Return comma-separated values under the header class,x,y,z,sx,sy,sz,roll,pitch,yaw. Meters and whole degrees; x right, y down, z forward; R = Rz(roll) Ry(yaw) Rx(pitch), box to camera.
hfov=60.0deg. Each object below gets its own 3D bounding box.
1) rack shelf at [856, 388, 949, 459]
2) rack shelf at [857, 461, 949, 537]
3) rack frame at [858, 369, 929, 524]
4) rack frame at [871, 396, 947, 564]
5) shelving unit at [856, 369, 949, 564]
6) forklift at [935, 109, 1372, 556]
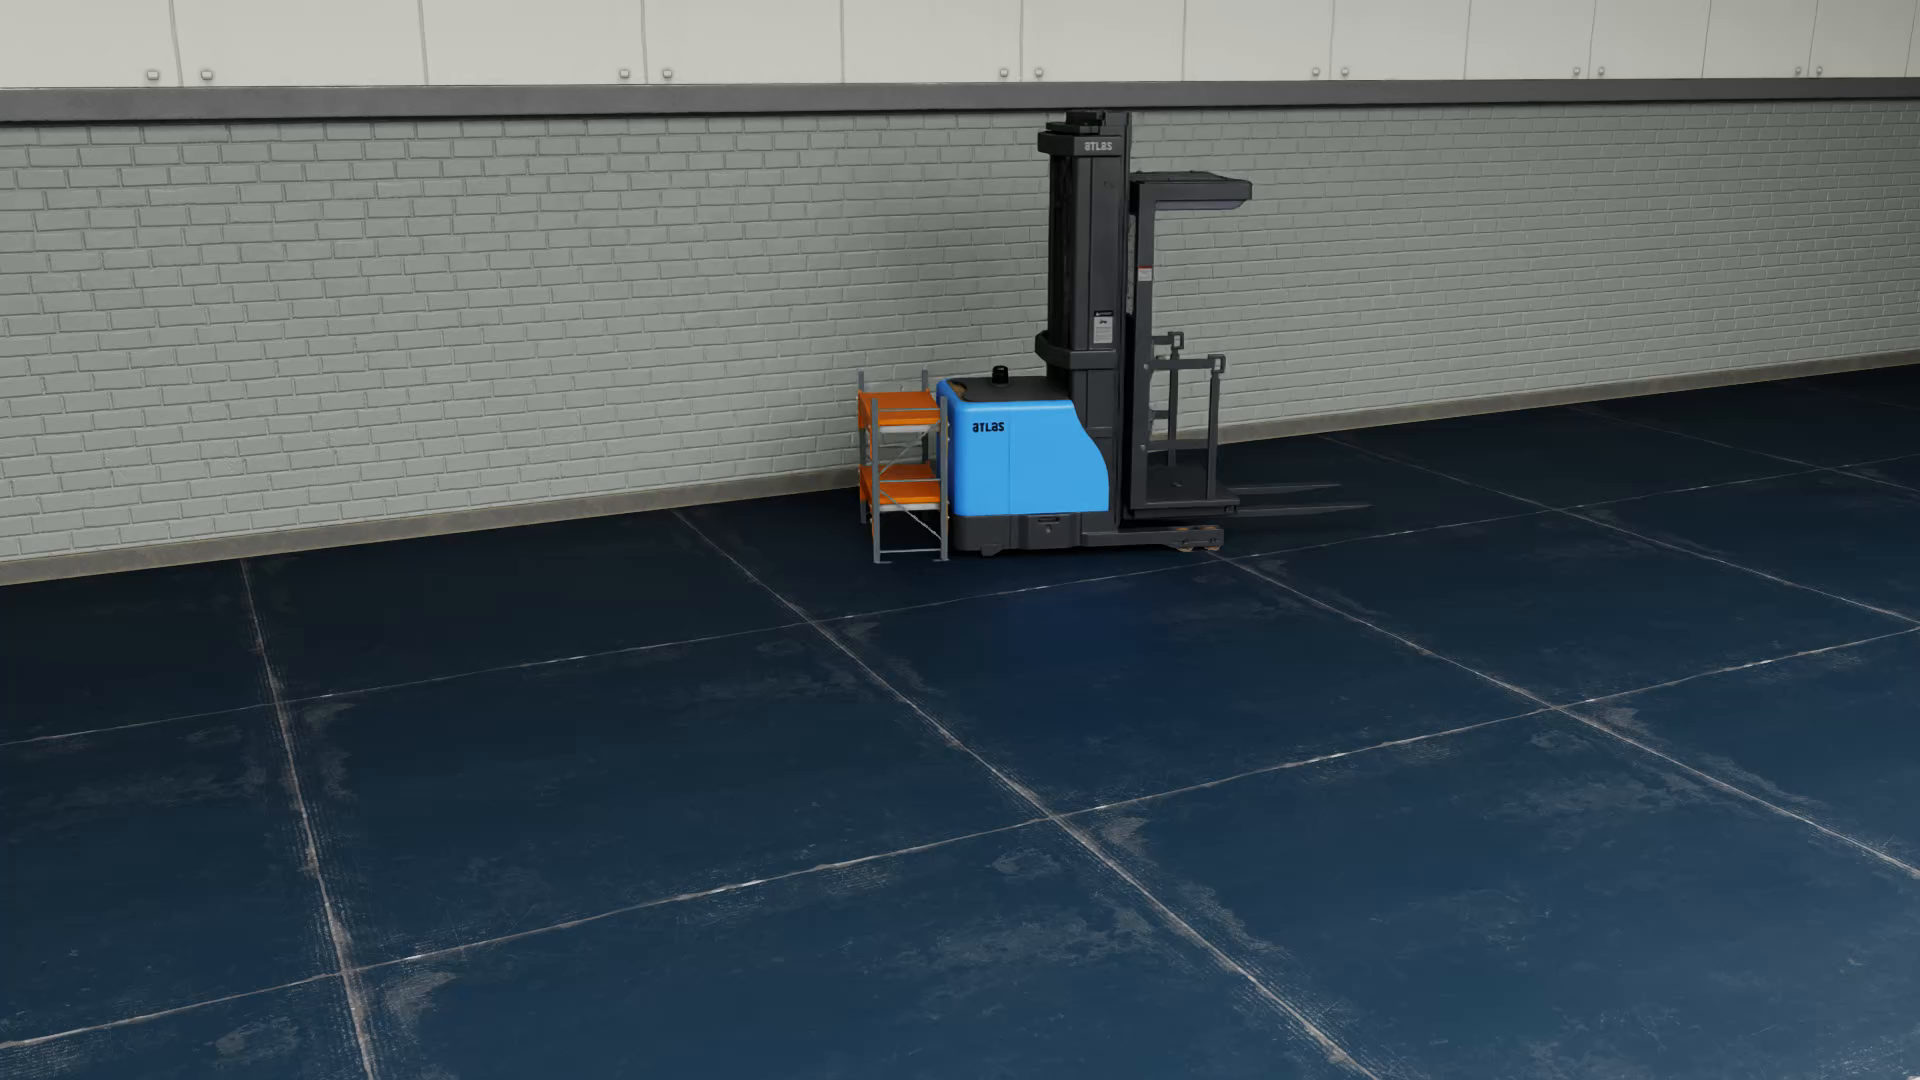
class,x,y,z,sx,sy,sz,roll,pitch,yaw
rack shelf,-0.407,-0.814,11.487,0.538,0.278,1.000,-2,16,-8
rack shelf,-0.407,-0.298,11.635,0.538,0.278,1.000,-2,16,-8
rack frame,-0.479,-0.672,12.051,0.500,1.125,0.032,-2,16,-8
rack frame,-0.336,-0.394,11.084,0.500,1.125,0.032,-2,16,-8
shelving unit,-0.407,-0.533,11.568,0.538,1.125,1.048,-2,16,-8
forklift,1.381,-1.467,11.550,3.031,2.935,1.130,-2,16,-8
